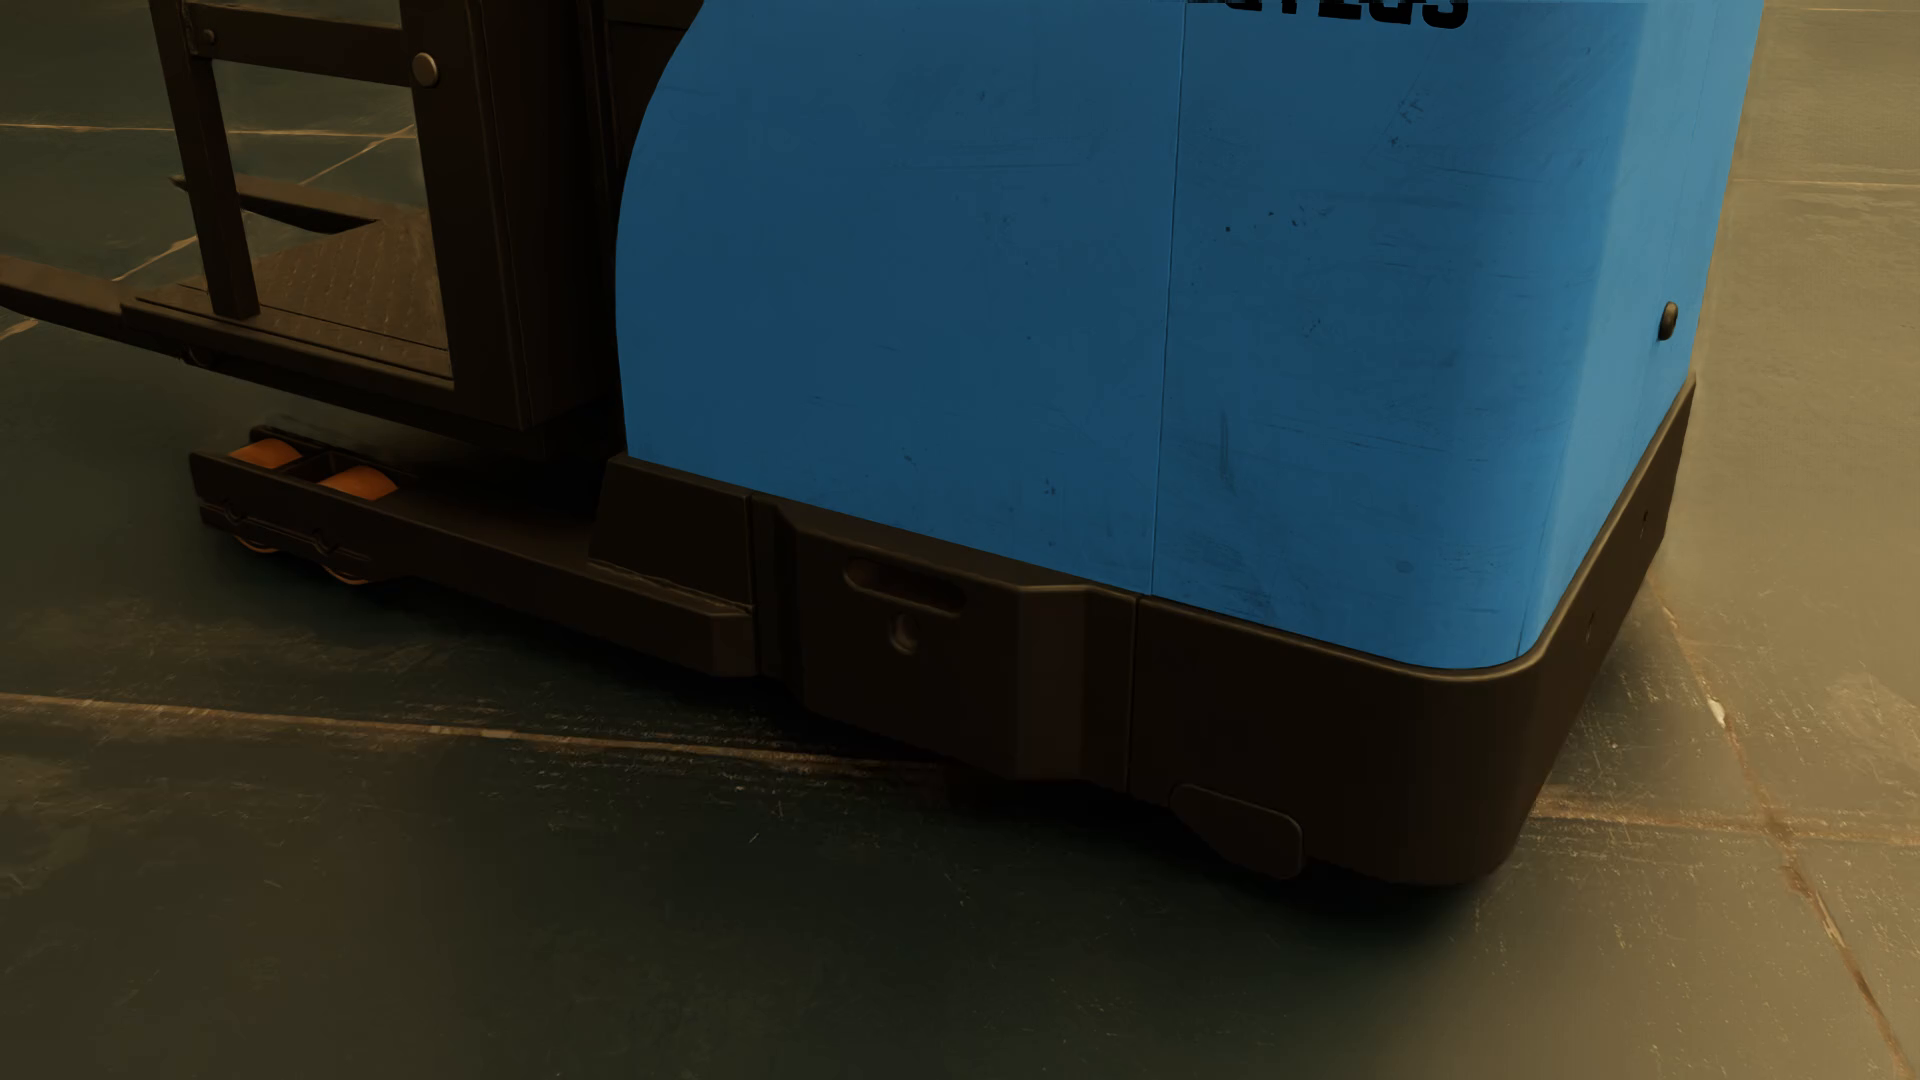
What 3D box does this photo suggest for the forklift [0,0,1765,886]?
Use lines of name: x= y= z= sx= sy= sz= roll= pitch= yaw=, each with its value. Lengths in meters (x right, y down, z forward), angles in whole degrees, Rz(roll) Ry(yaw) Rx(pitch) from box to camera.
forklift: x=-0.528 y=-1.433 z=2.089 sx=3.031 sy=2.935 sz=1.130 roll=15 pitch=30 yaw=27
